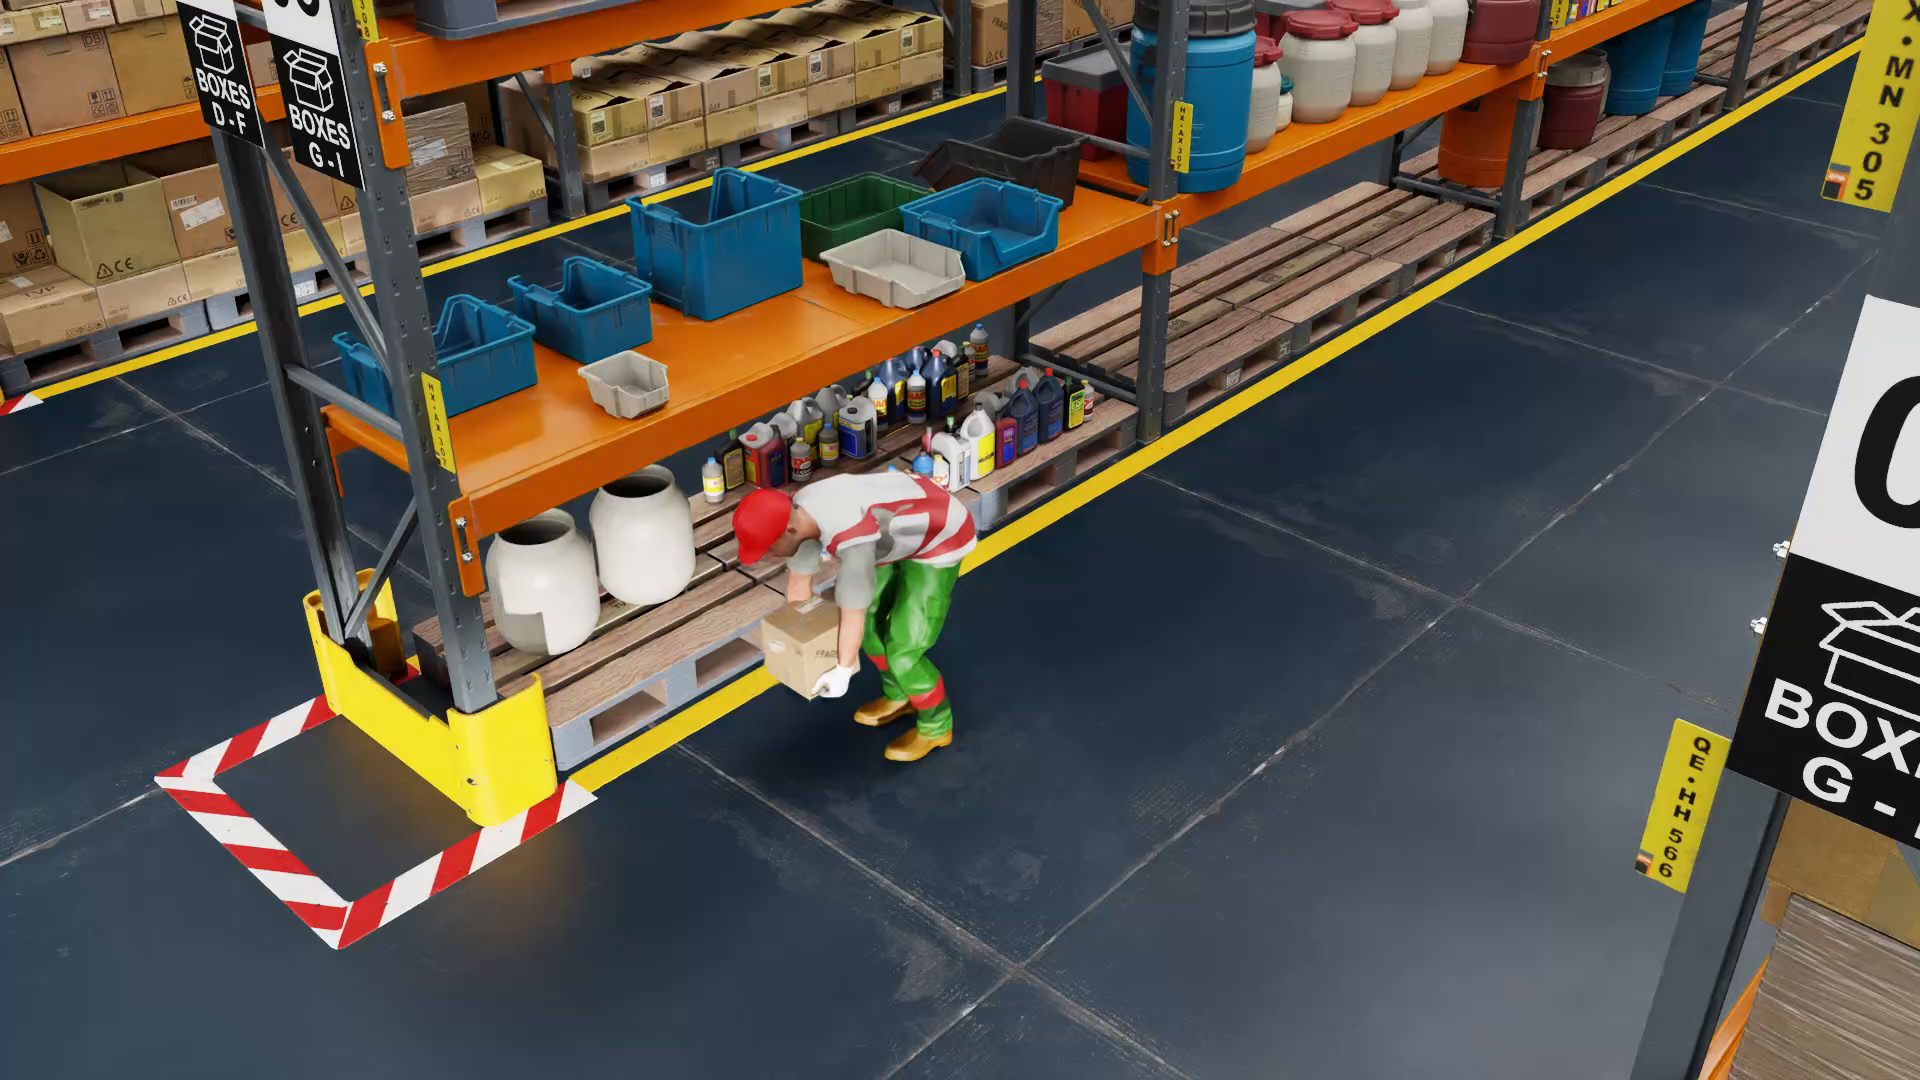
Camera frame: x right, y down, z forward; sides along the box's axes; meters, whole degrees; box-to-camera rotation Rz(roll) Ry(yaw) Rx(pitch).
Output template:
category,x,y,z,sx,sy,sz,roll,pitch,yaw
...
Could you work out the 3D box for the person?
category,x,y,z,sx,sy,sz,roll,pitch,yaw
person,-0.385,0.269,6.175,0.928,1.257,0.507,-17,35,-26
